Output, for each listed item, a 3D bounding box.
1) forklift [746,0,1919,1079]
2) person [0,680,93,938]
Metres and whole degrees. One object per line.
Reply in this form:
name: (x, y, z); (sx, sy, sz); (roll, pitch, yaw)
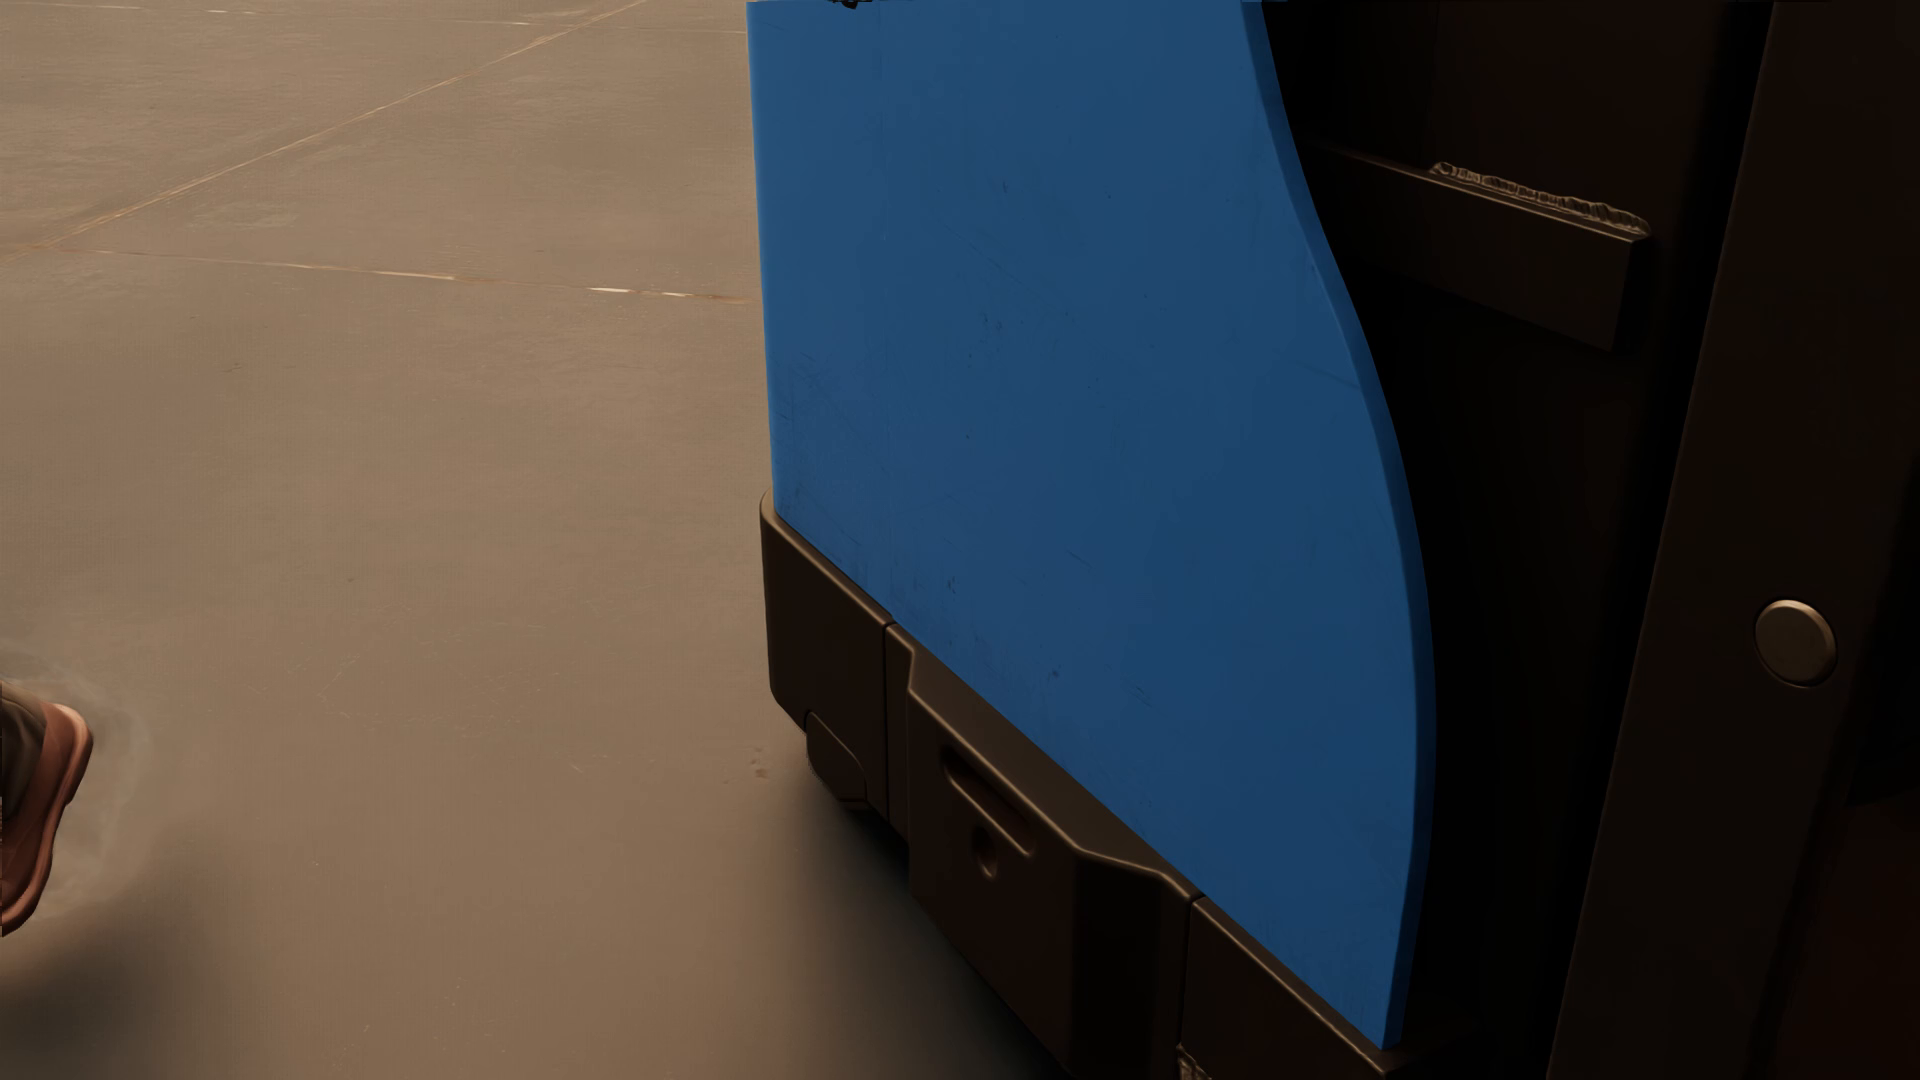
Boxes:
forklift: (0.956, -0.626, 0.487); (1.130, 2.935, 3.031); (-15, 30, -27)
person: (-1.386, -0.125, 1.170); (1.112, 1.563, 0.500); (-5, 27, -10)
